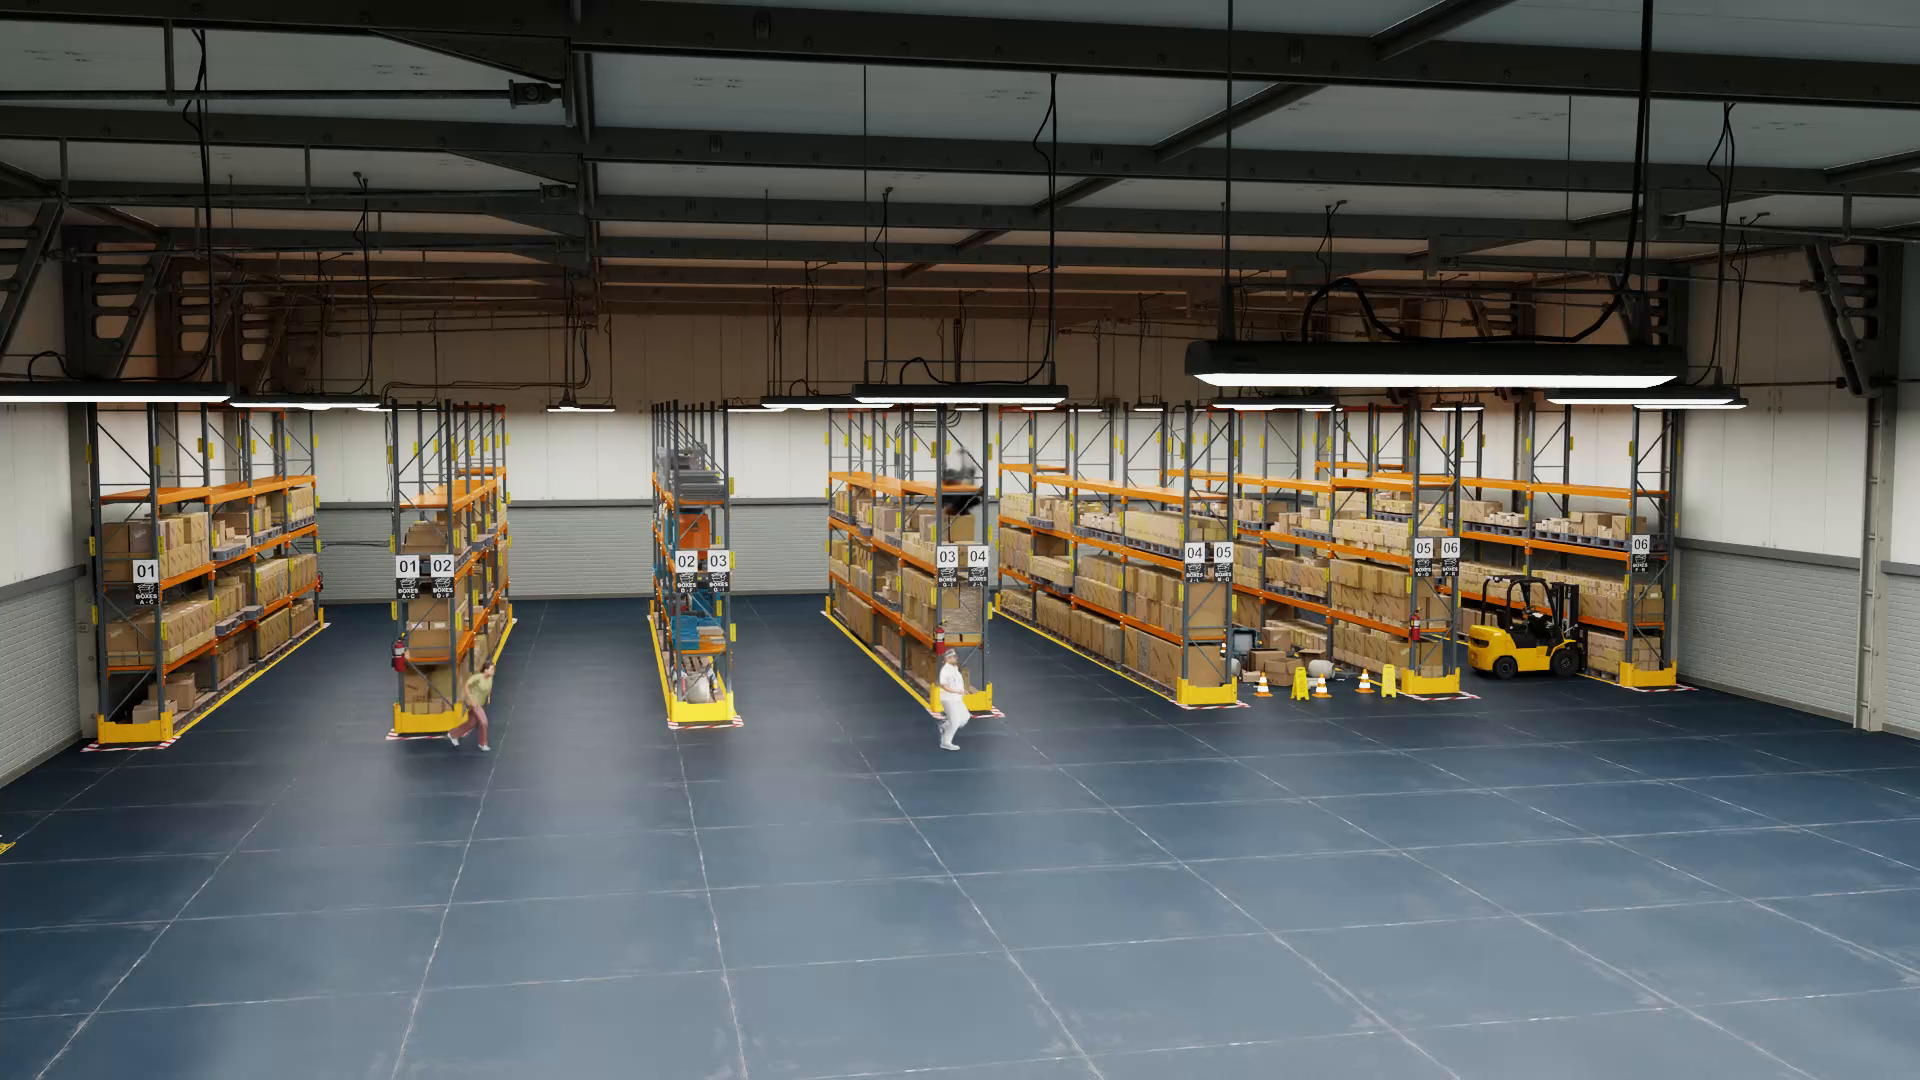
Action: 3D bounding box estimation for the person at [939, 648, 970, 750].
[{"bbox_3d":[-0.112,2.713,28.462,0.594,1.743,0.660,1,5,17],"label":"person"}]

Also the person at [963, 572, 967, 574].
[{"bbox_3d":[-0.166,1.194,48.517,0.659,1.794,0.722,3,5,36],"label":"person"}]

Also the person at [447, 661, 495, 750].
[{"bbox_3d":[-8.357,2.834,28.480,0.964,1.584,0.572,2,5,23],"label":"person"}]
